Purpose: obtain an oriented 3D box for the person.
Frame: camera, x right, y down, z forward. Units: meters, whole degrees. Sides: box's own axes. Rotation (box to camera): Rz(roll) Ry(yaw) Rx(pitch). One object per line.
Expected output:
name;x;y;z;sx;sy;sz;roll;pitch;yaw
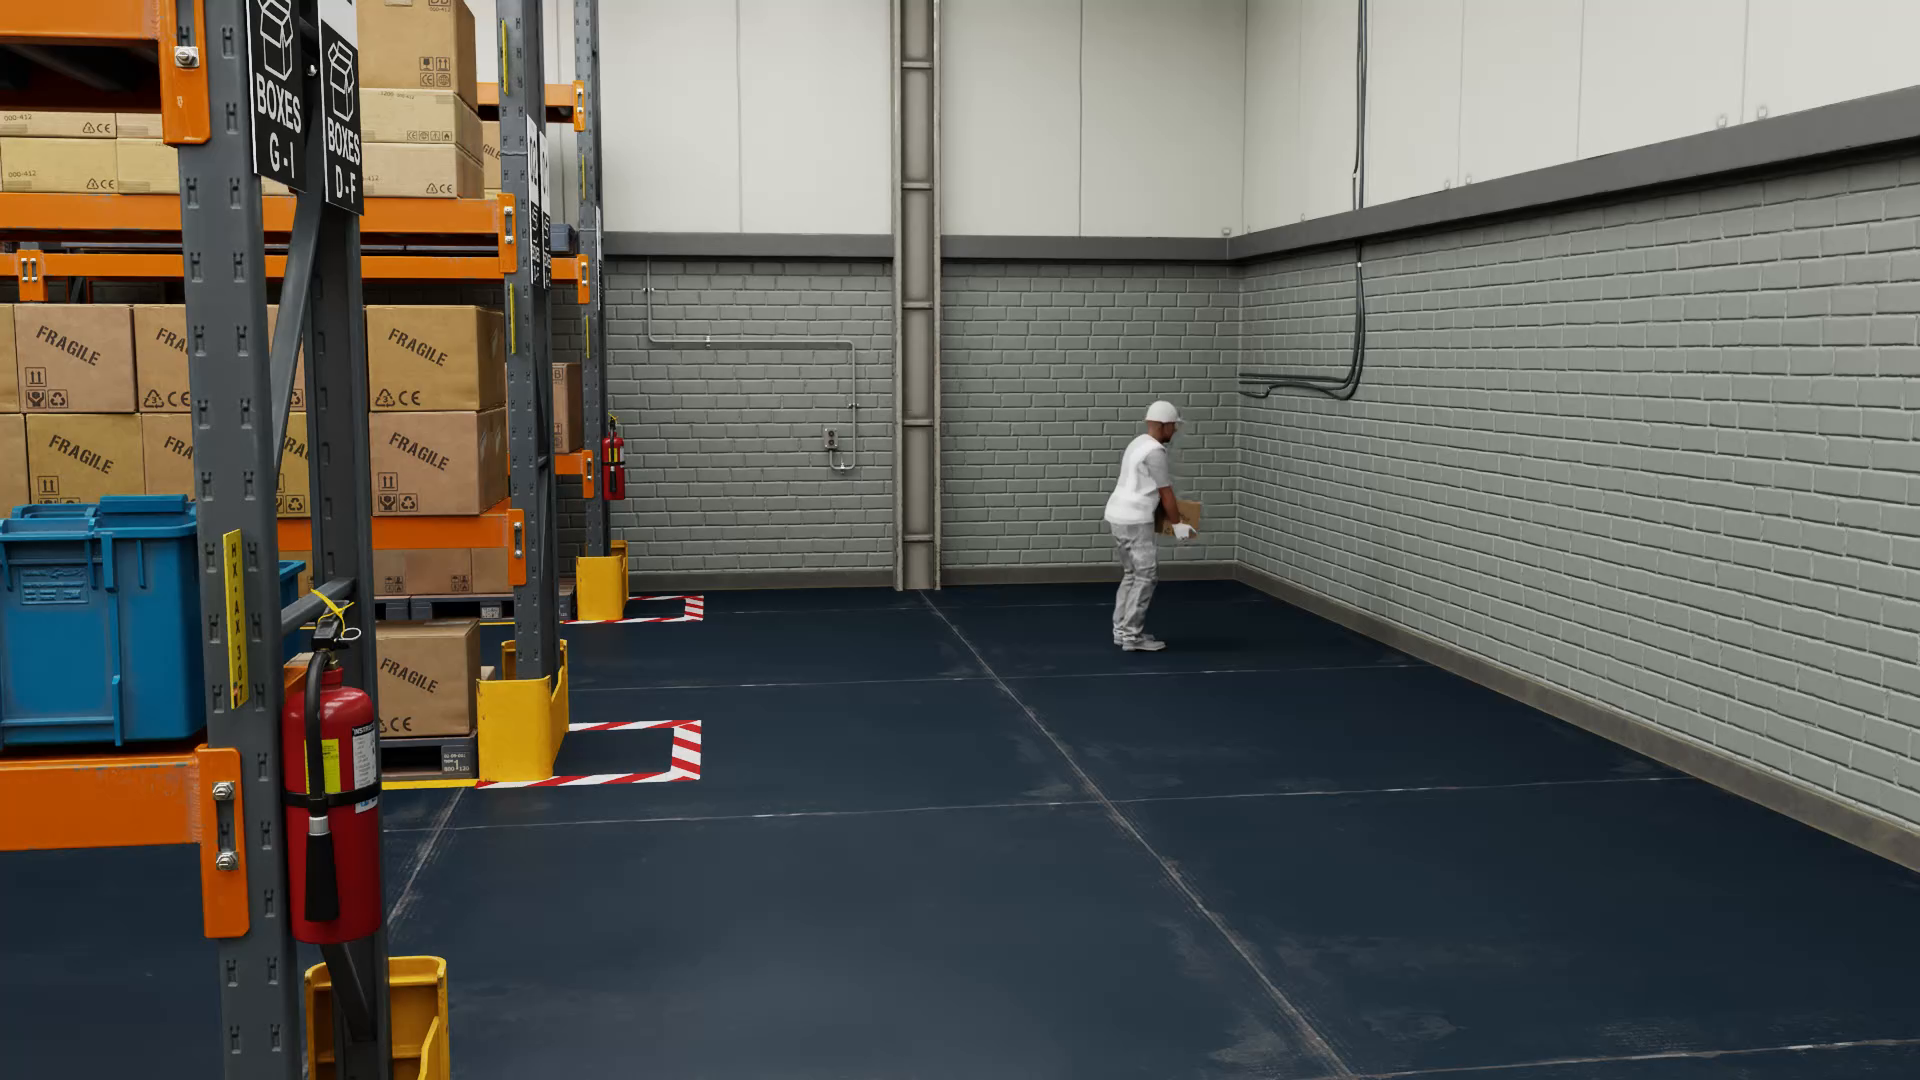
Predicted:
person;1.333;-0.108;11.754;0.611;1.744;0.488;-1;6;-10
